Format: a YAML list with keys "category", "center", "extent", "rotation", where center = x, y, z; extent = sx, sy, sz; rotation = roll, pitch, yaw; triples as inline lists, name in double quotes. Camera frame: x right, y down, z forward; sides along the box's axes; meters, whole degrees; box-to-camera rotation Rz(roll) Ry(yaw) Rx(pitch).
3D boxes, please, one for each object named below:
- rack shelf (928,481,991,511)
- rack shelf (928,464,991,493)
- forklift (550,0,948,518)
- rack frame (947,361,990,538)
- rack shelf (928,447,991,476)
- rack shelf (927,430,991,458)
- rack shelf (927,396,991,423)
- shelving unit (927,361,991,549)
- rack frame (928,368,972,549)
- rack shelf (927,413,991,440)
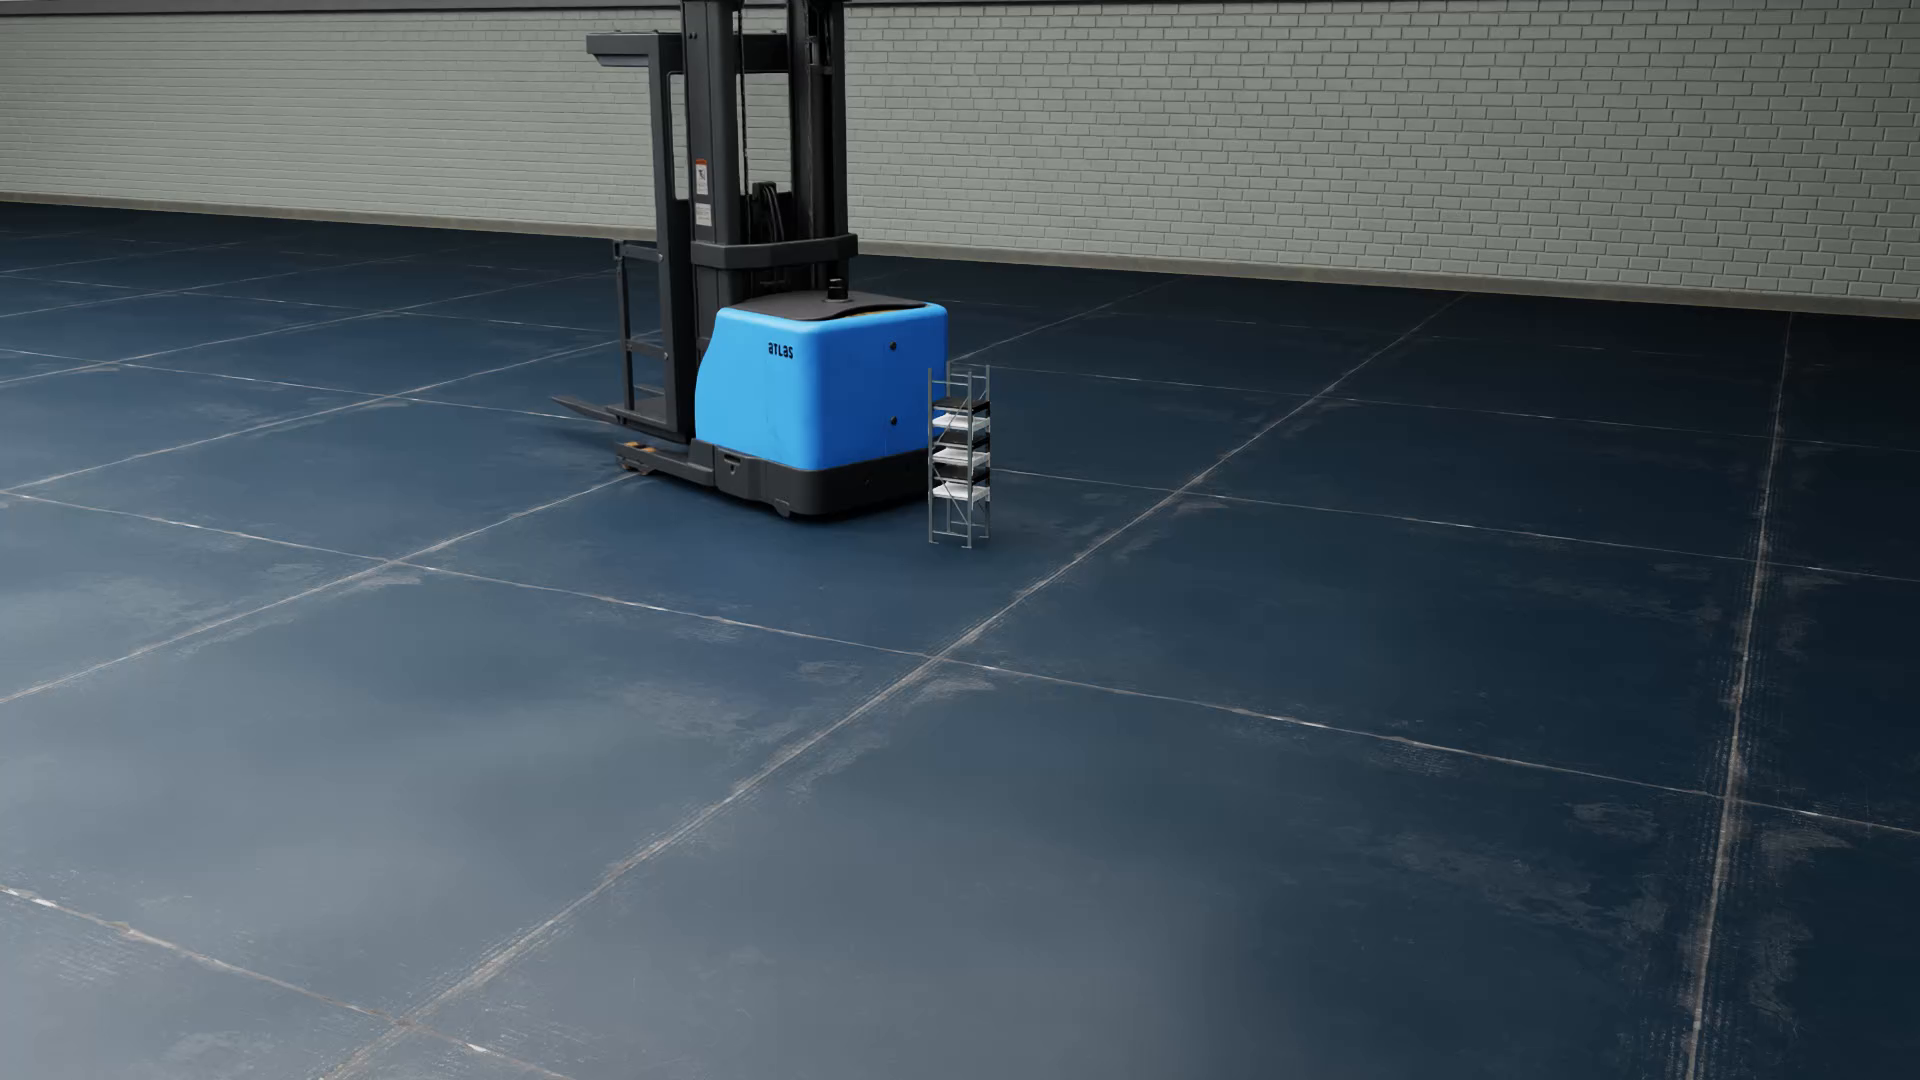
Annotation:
- category: "rack shelf"
  center: [-0.004, -0.225, 8.450]
  extent: [0.258, 0.077, 0.200]
  rotation: [8, 18, 25]
- category: "rack shelf"
  center: [-0.004, -0.311, 8.424]
  extent: [0.258, 0.077, 0.200]
  rotation: [8, 18, 25]
- category: "forklift"
  center: [-1.415, -1.871, 9.677]
  extent: [1.130, 2.935, 3.031]
  rotation: [-15, 22, -40]
- category: "rack frame"
  center: [0.042, -0.455, 8.476]
  extent: [0.240, 0.900, 0.006]
  rotation: [8, 18, 25]
- category: "rack shelf"
  center: [-0.004, -0.397, 8.399]
  extent: [0.258, 0.077, 0.200]
  rotation: [8, 18, 25]
- category: "rack shelf"
  center: [-0.004, -0.484, 8.373]
  extent: [0.258, 0.077, 0.200]
  rotation: [8, 18, 25]
- category: "rack shelf"
  center: [-0.004, -0.656, 8.322]
  extent: [0.258, 0.077, 0.200]
  rotation: [8, 18, 25]
- category: "shelving unit"
  center: [-0.004, -0.429, 8.389]
  extent: [0.258, 0.900, 0.210]
  rotation: [8, 18, 25]
- category: "rack frame"
  center: [-0.049, -0.403, 8.302]
  extent: [0.240, 0.900, 0.006]
  rotation: [8, 18, 25]
- category: "rack shelf"
  center: [-0.004, -0.570, 8.348]
  extent: [0.258, 0.077, 0.200]
  rotation: [8, 18, 25]
